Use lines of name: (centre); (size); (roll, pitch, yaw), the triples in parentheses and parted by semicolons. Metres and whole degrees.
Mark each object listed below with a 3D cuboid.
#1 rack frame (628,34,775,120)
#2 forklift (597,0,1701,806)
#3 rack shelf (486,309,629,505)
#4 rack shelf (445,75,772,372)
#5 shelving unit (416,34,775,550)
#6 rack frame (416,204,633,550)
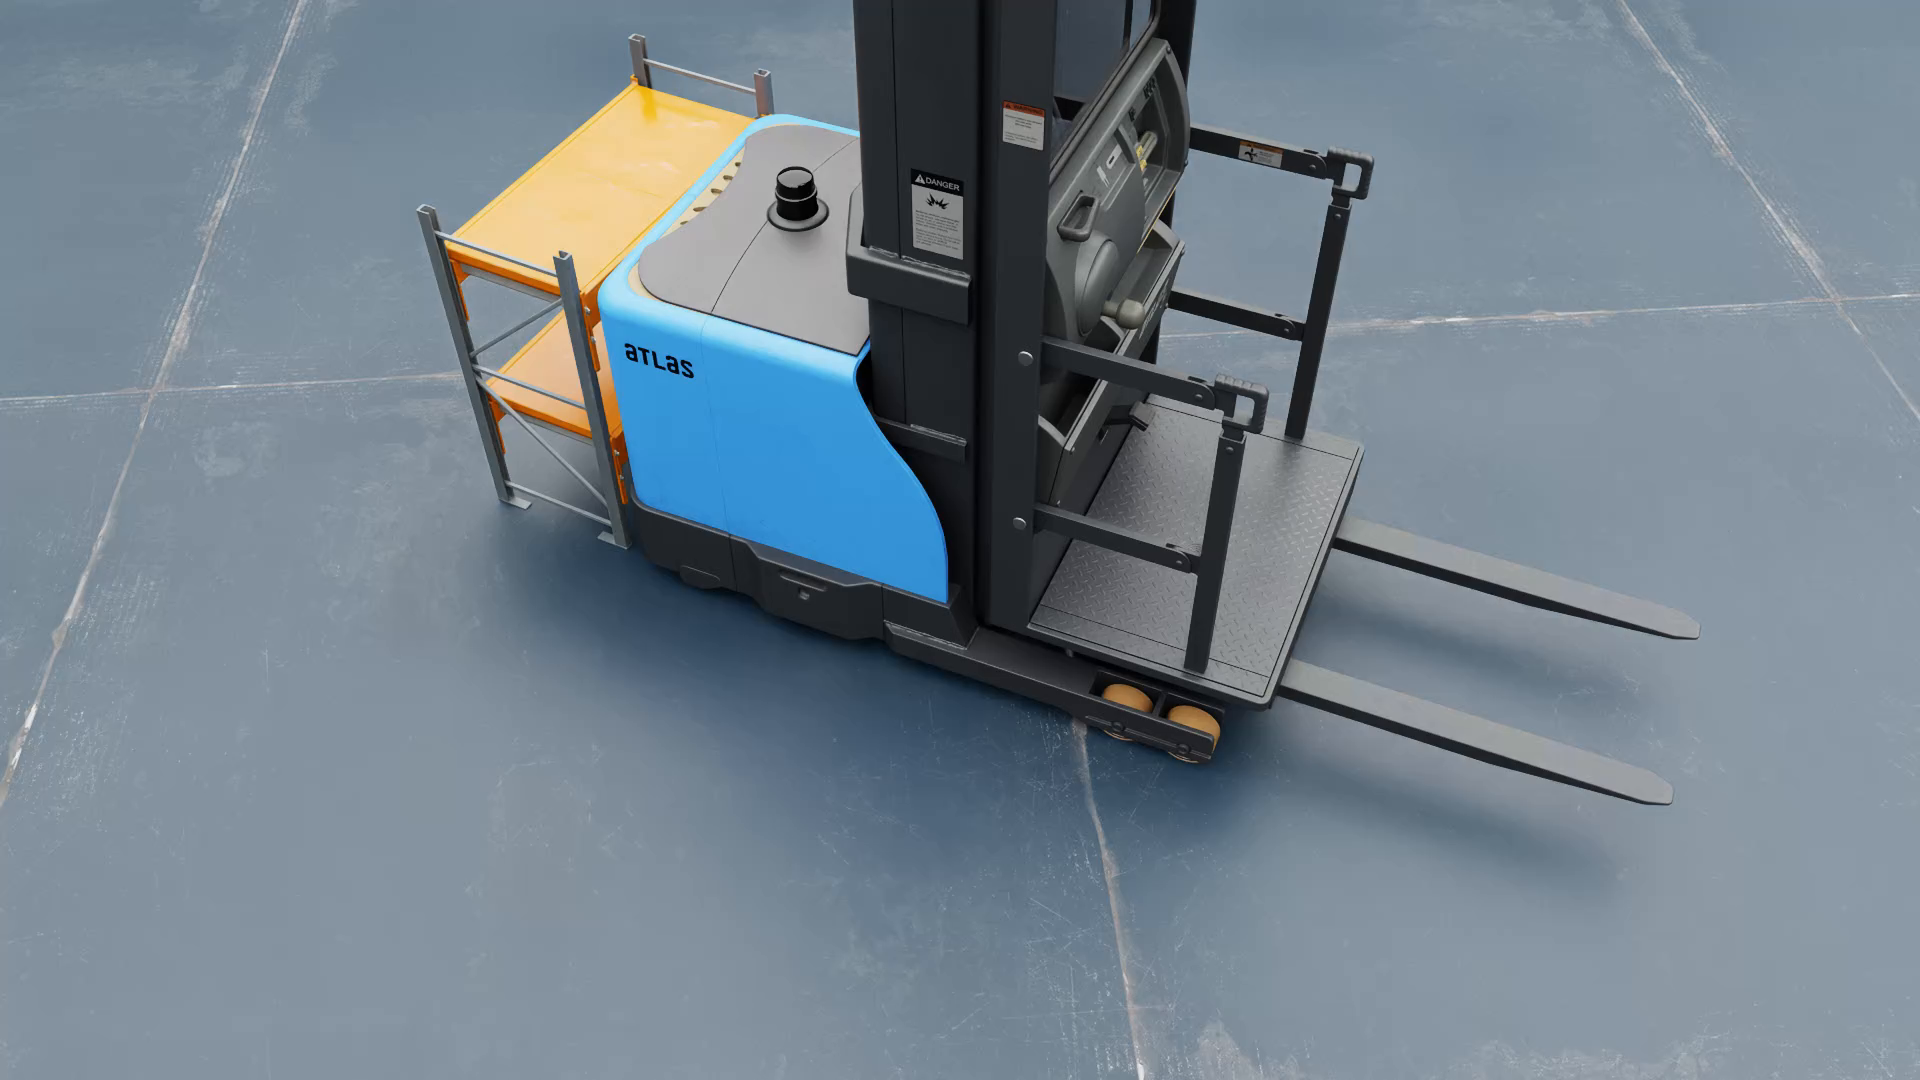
rack frame: (-0.804, -1.106, 5.522); (0.500, 1.125, 0.032); (20, 50, 18)
forklift: (0.579, -0.827, 4.015); (3.031, 2.935, 1.130); (17, 49, 16)
rack shelf: (-1.033, -0.608, 5.388); (0.538, 0.278, 1.000); (20, 50, 18)
rack shelf: (-1.033, -0.977, 4.998); (0.538, 0.278, 1.000); (20, 50, 18)
shelving unit: (-1.033, -0.776, 5.210); (0.538, 1.125, 1.048); (20, 50, 18)
rack frame: (-1.262, -0.446, 4.898); (0.500, 1.125, 0.032); (20, 50, 18)
